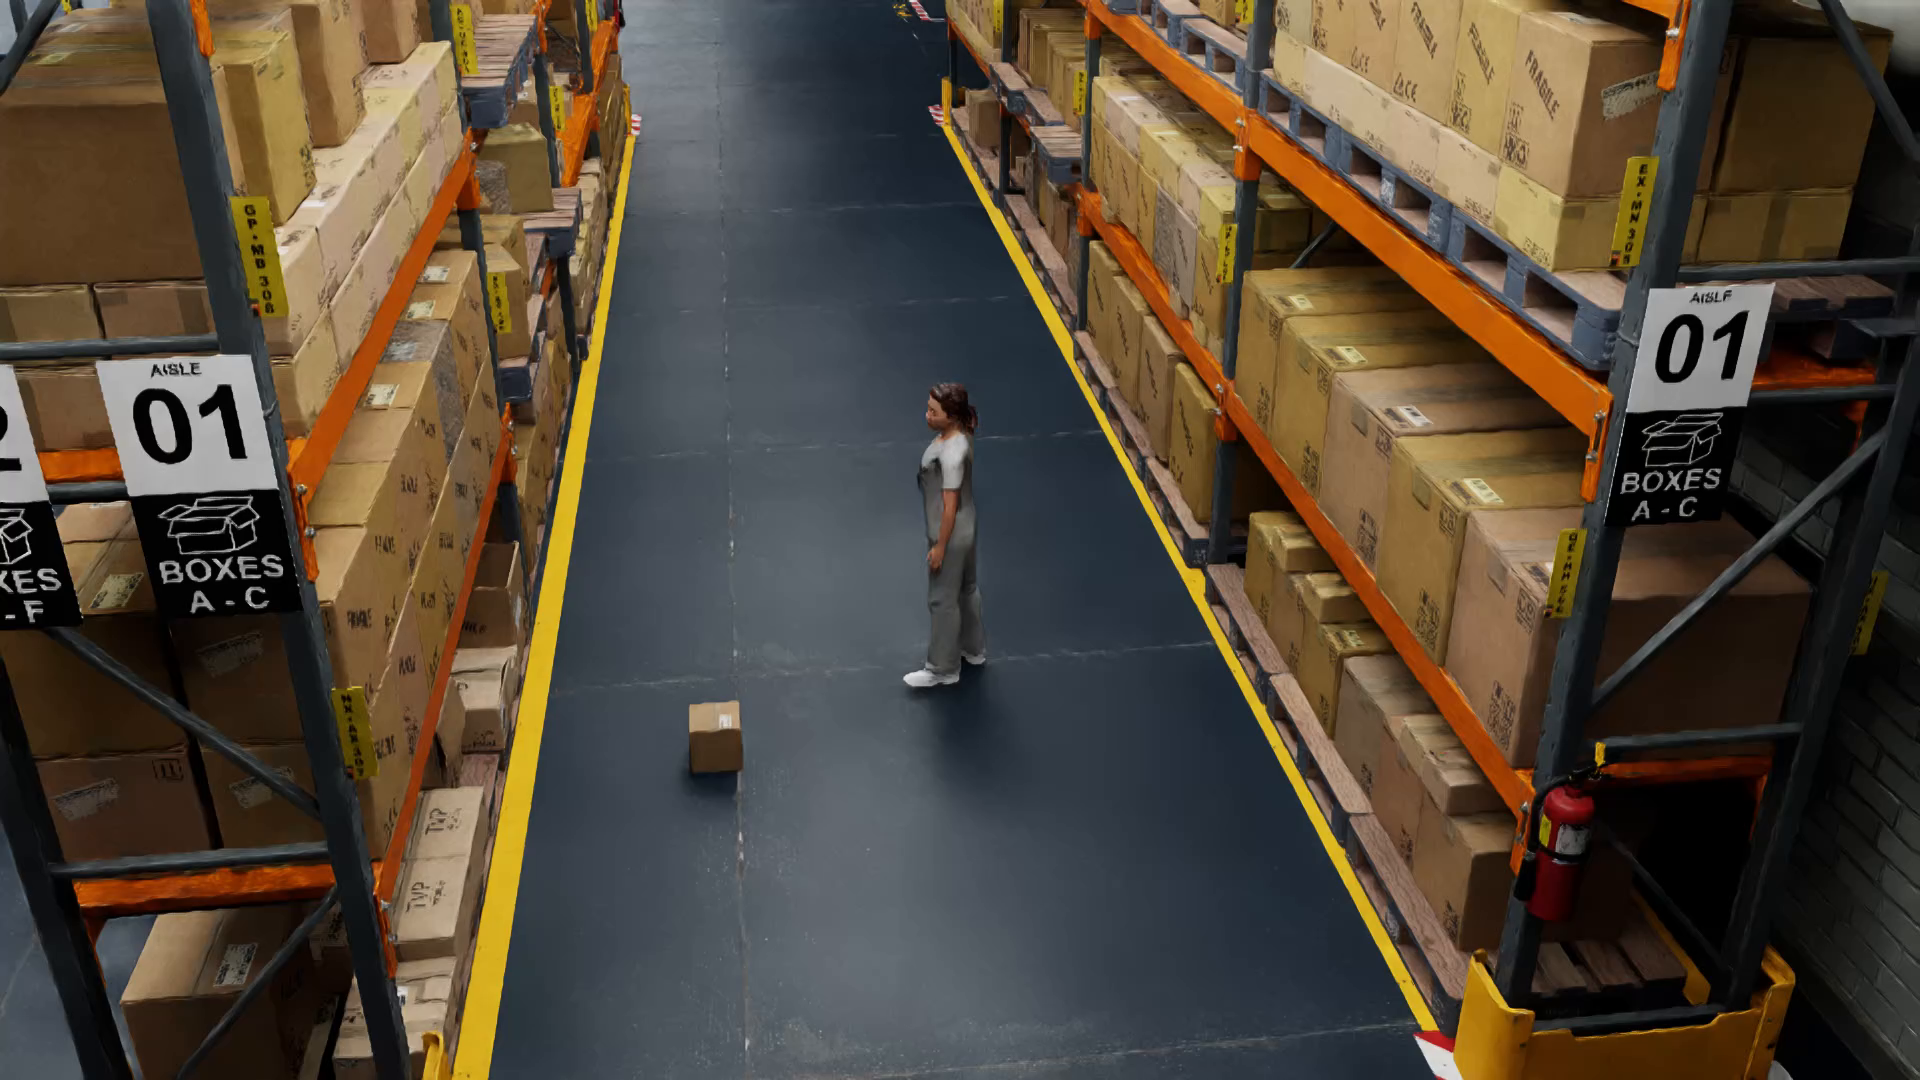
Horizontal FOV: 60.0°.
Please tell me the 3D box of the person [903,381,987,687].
[{"bbox_3d":[-0.073,-0.037,8.657,0.412,1.658,0.538,3,27,6],"label":"person"}]
